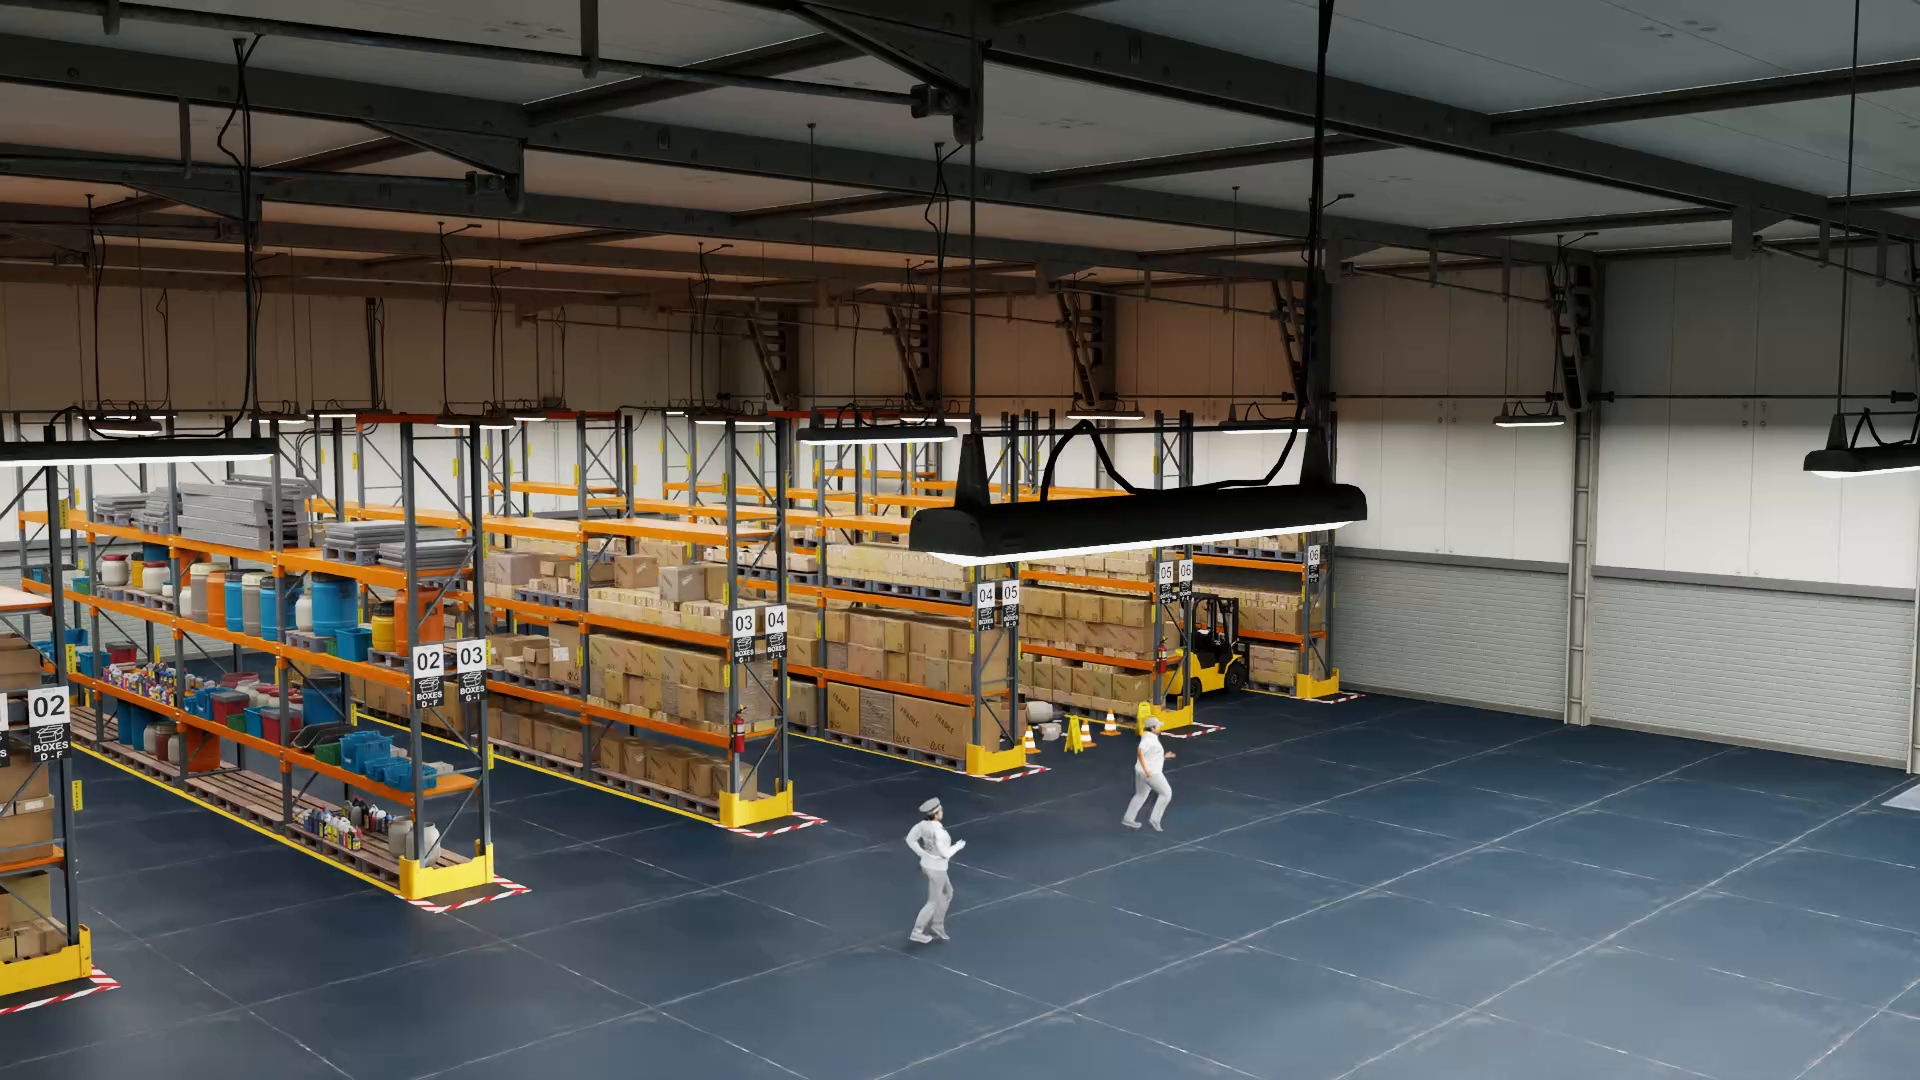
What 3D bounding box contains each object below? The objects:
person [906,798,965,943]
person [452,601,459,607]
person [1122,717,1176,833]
[{"bbox_3d":[-0.281,3.824,19.180,0.684,1.734,0.592,-2,5,-23],"label":"person"},{"bbox_3d":[-11.649,2.230,38.057,0.642,1.656,0.640,-4,6,-36],"label":"person"},{"bbox_3d":[2.764,3.416,24.149,0.783,1.705,0.570,-1,5,-11],"label":"person"}]
